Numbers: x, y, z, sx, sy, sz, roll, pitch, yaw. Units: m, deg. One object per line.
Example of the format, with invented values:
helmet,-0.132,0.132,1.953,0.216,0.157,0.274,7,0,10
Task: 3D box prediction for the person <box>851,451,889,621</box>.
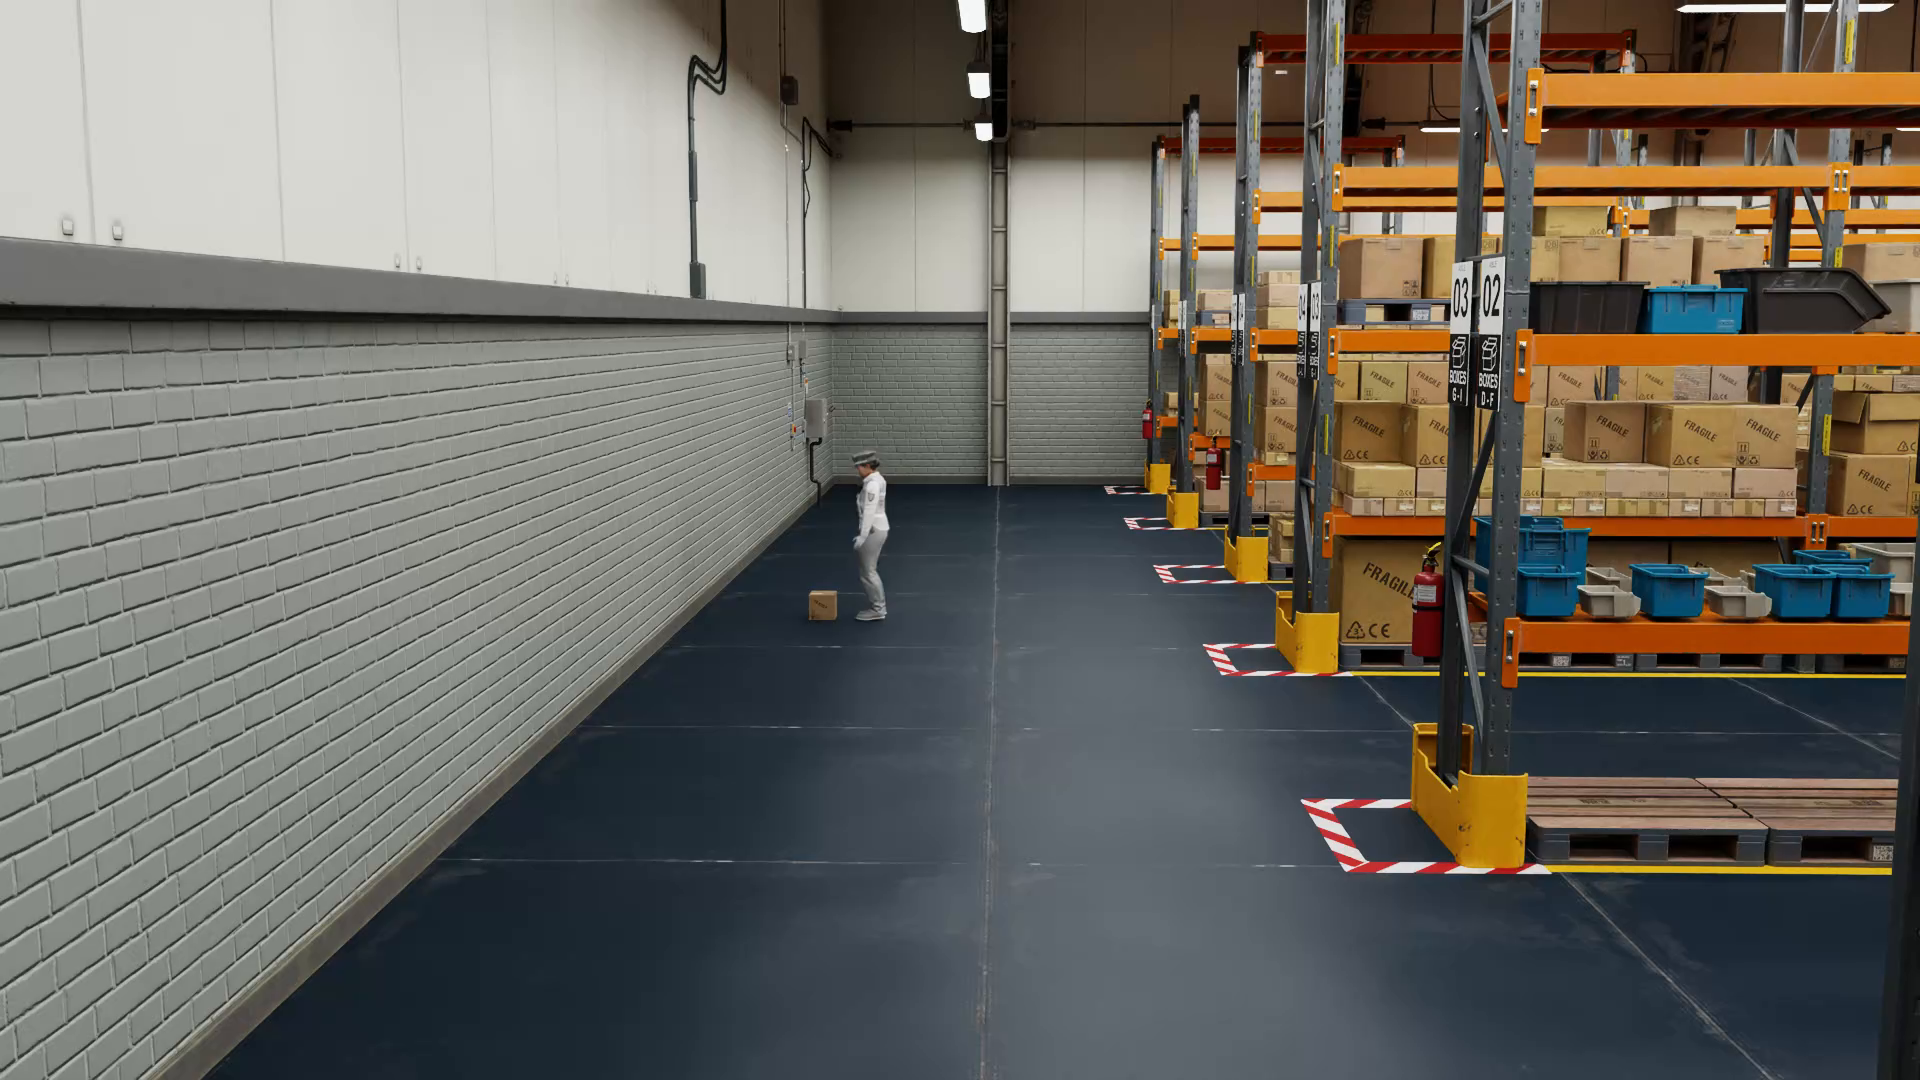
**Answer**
person,-0.872,-0.042,16.185,0.366,1.654,0.482,0,7,2
